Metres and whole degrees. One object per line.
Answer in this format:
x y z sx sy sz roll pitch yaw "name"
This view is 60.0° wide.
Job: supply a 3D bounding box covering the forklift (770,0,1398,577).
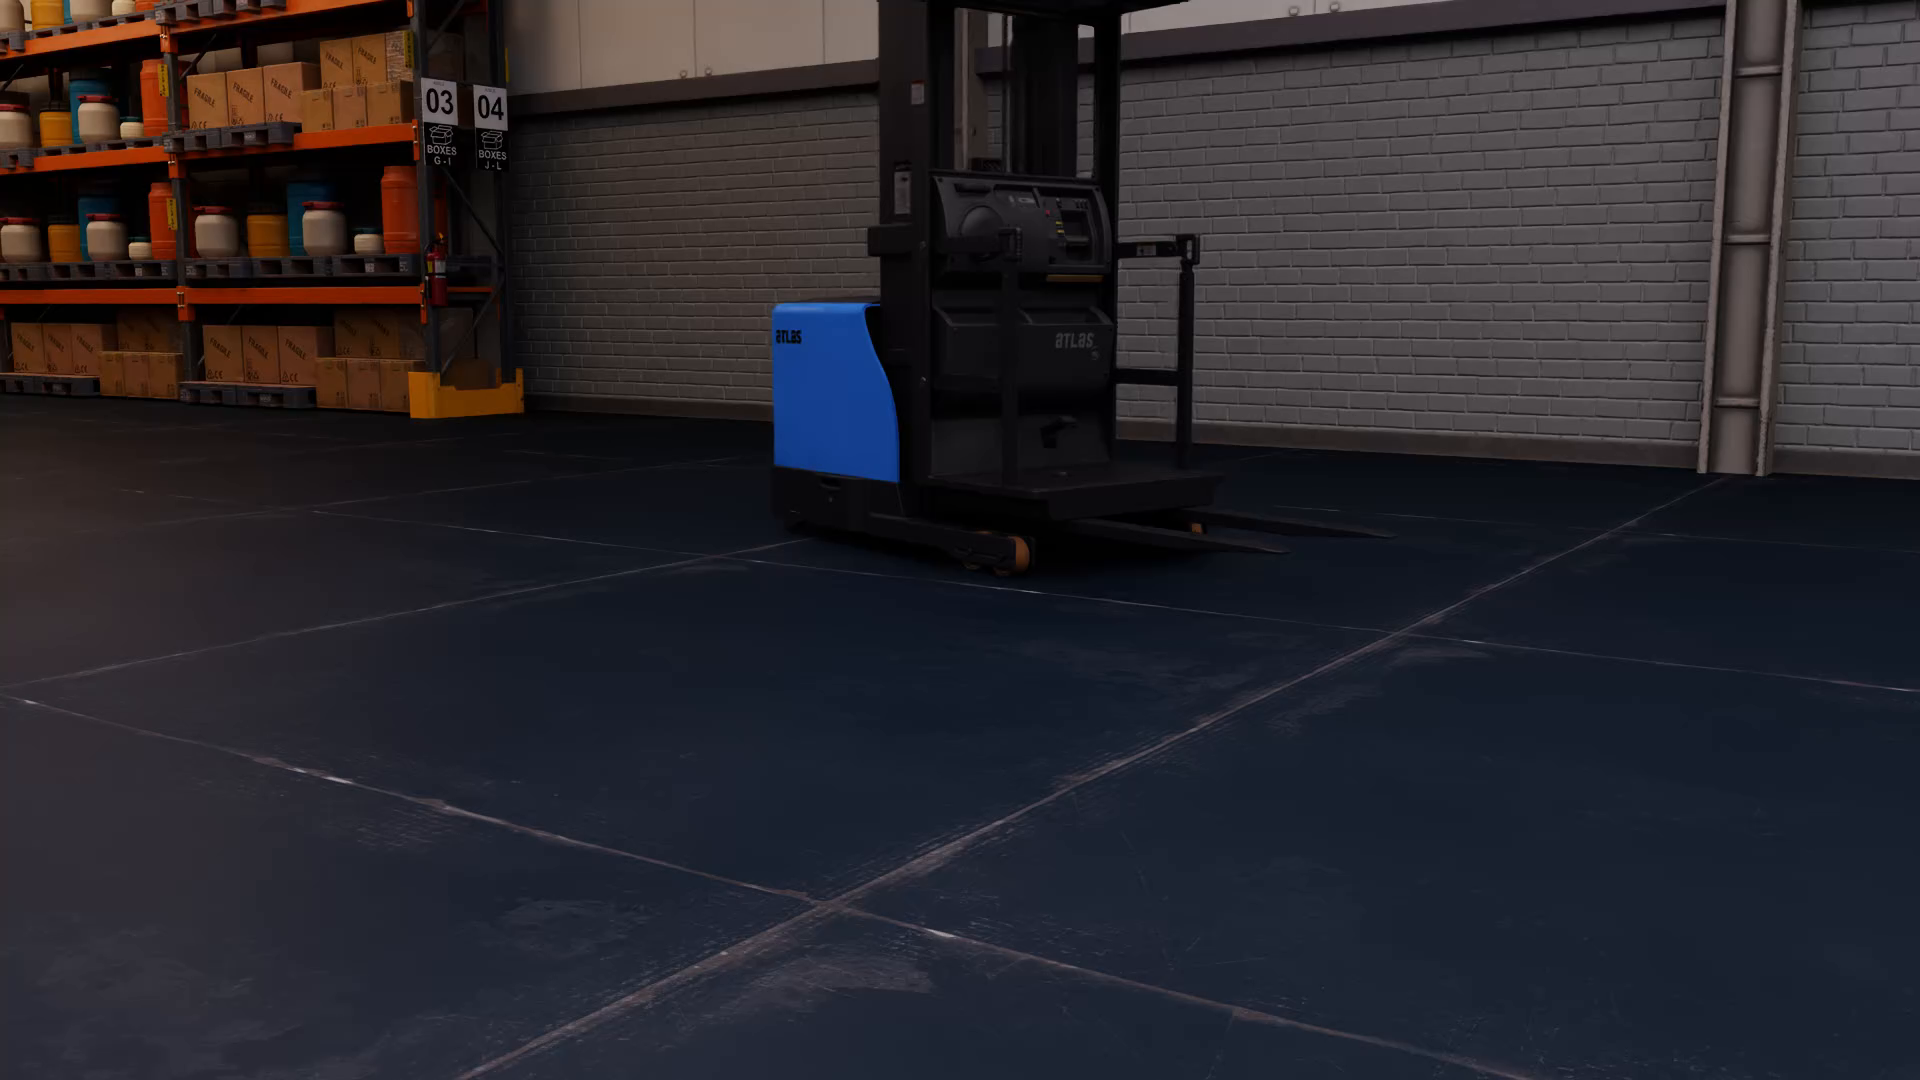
0.412 -1.383 6.922 1.130 2.935 3.031 -6 10 -38 "forklift"
